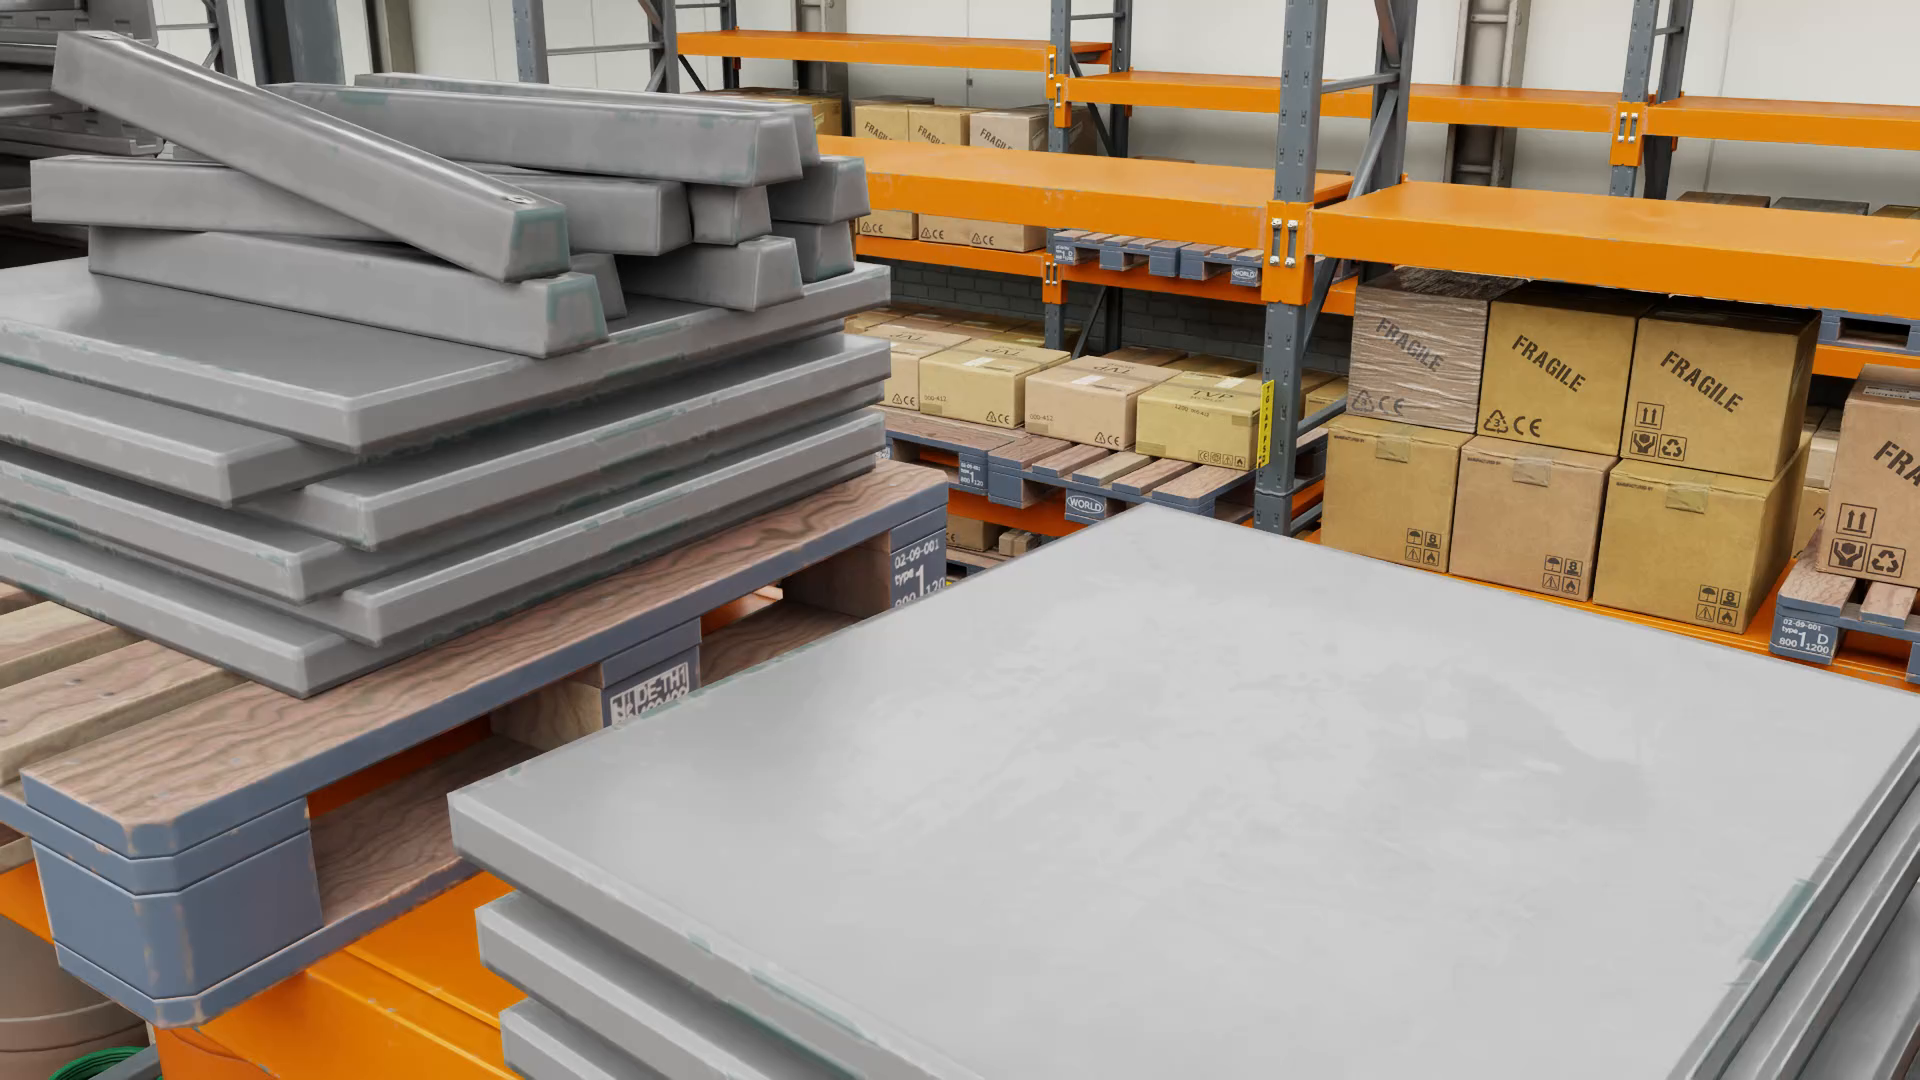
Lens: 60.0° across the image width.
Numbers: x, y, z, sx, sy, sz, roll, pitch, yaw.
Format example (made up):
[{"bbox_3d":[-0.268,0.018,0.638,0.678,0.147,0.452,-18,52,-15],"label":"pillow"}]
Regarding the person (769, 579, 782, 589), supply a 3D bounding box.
[{"bbox_3d":[-1.328,0.381,12.129,0.466,1.123,0.959,12,23,30],"label":"person"}]
